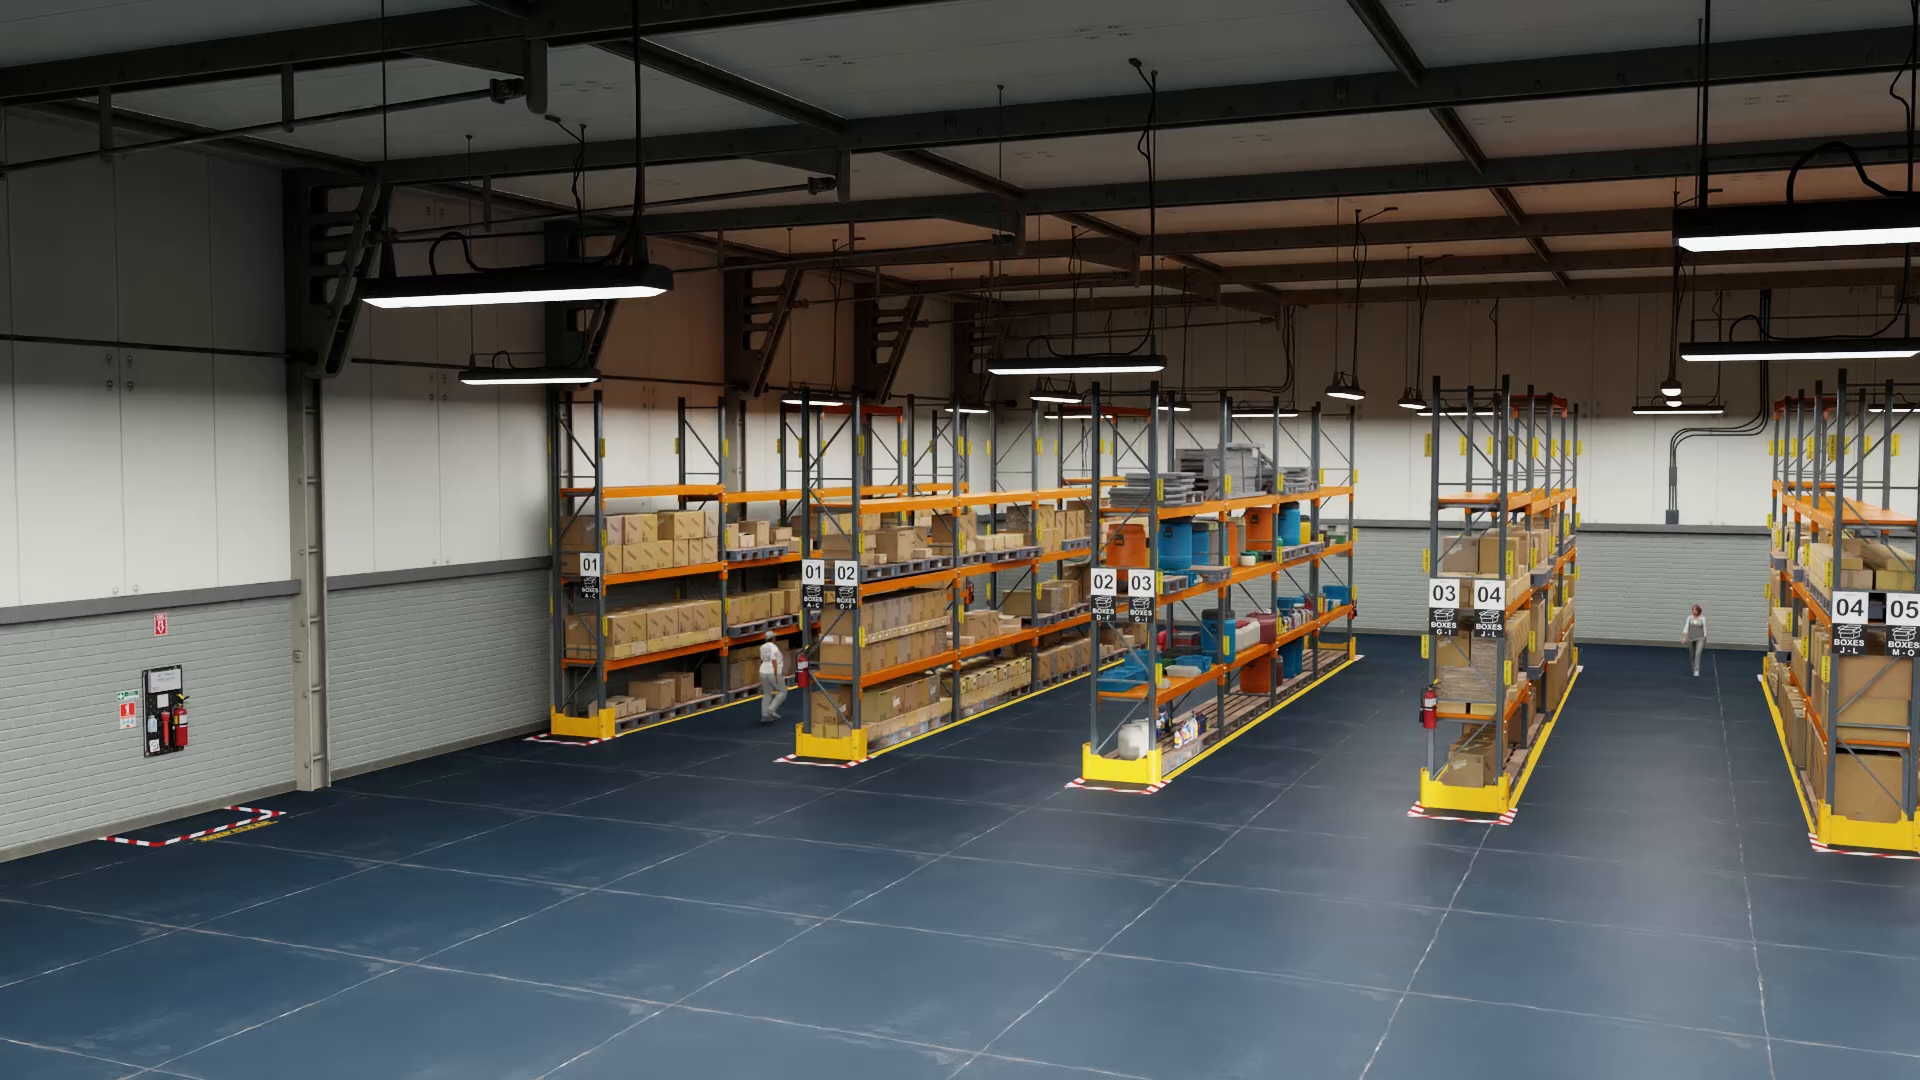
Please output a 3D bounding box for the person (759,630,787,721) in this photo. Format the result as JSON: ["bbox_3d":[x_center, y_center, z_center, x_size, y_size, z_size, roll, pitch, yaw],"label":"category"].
[{"bbox_3d":[-3.460,2.486,30.477,0.545,1.654,0.488,2,4,34],"label":"person"}]

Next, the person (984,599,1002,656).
[{"bbox_3d":[0.665,2.119,37.424,0.493,1.645,0.541,-3,4,-42],"label":"person"}]

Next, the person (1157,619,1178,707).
[{"bbox_3d":[4.057,2.375,32.197,0.580,1.756,0.413,-1,3,-9],"label":"person"}]

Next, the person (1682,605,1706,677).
[{"bbox_3d":[16.153,2.190,36.570,0.461,1.541,0.966,2,4,30],"label":"person"}]
